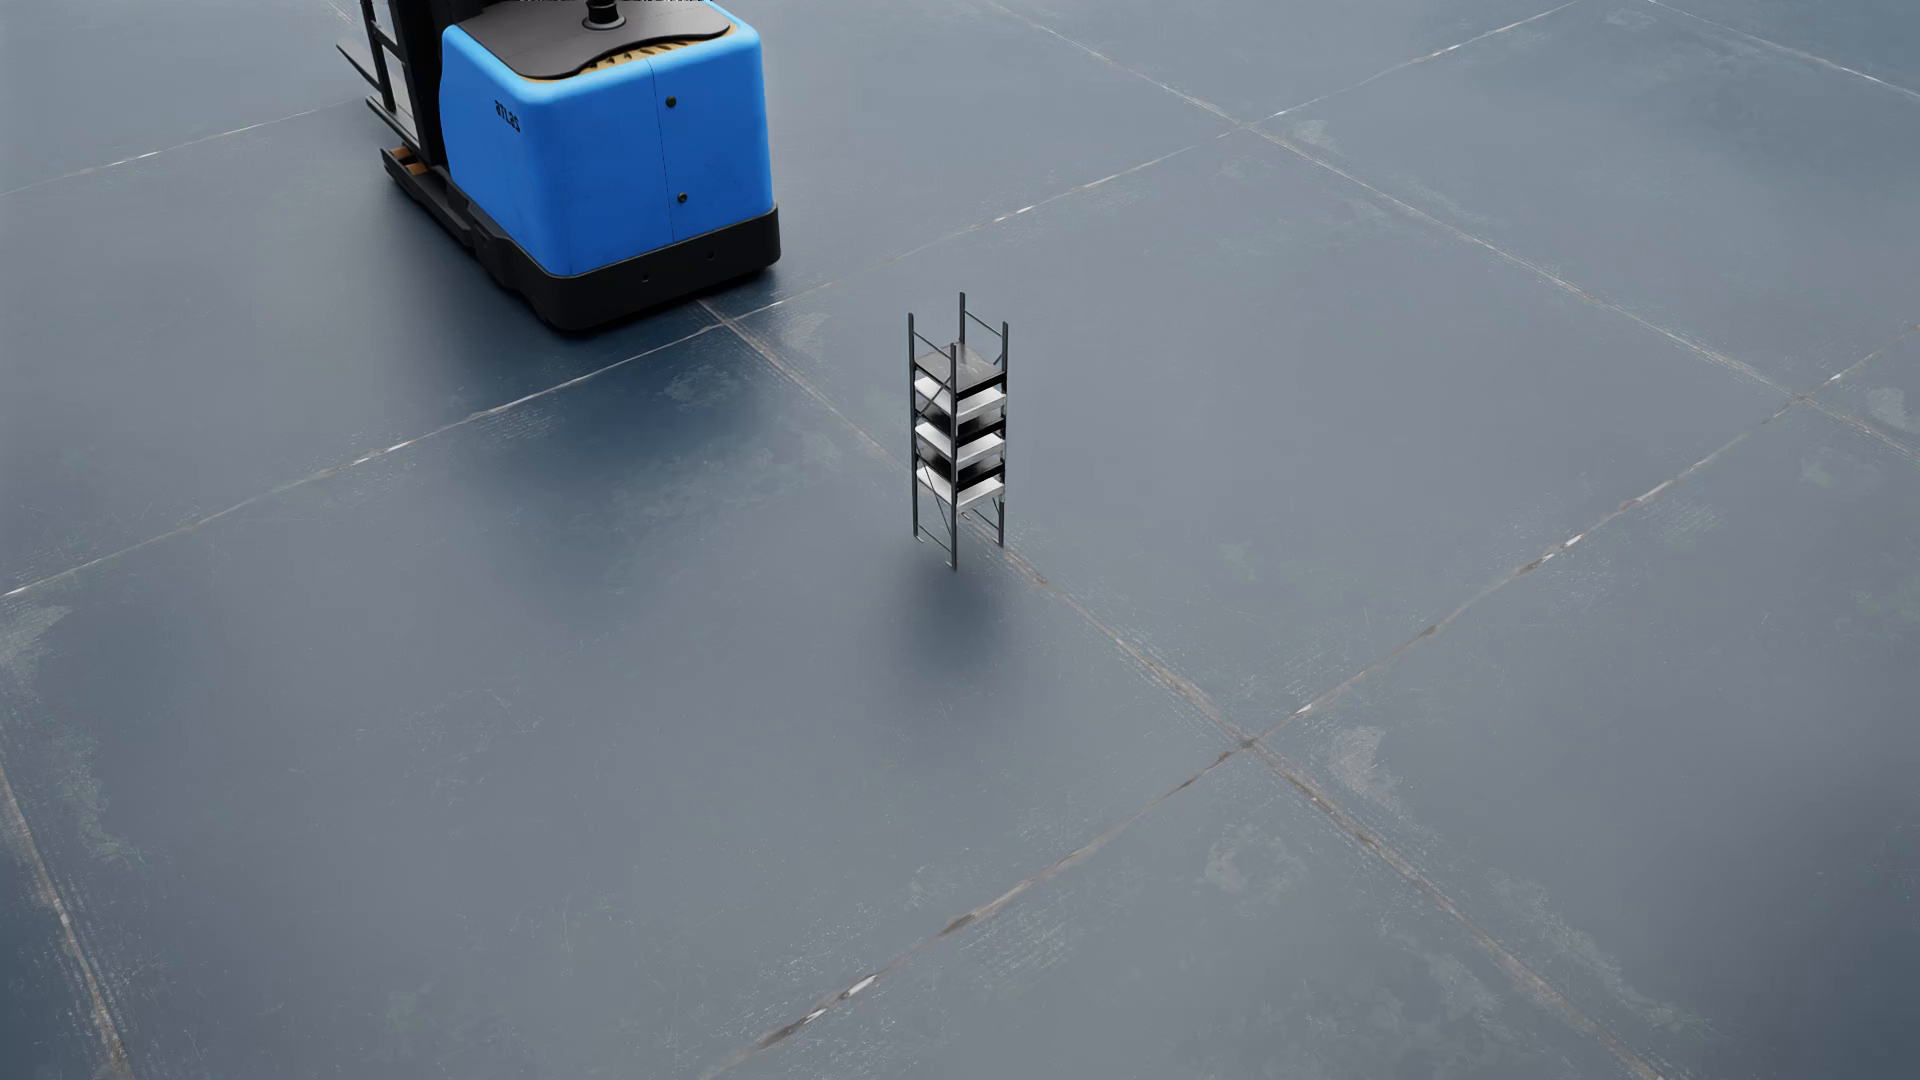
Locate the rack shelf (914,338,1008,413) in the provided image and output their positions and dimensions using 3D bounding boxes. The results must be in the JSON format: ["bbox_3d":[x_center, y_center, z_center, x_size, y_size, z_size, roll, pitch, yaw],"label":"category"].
[{"bbox_3d":[-0.006,-0.528,5.311,0.200,0.077,0.258,-26,46,-28],"label":"rack shelf"}]

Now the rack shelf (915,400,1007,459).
[{"bbox_3d":[-0.006,-0.389,5.425,0.200,0.077,0.258,-26,46,-28],"label":"rack shelf"}]

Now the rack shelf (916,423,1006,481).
[{"bbox_3d":[-0.006,-0.319,5.482,0.200,0.077,0.258,-26,46,-28],"label":"rack shelf"}]

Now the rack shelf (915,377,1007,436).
[{"bbox_3d":[-0.006,-0.458,5.368,0.200,0.077,0.258,-26,46,-28],"label":"rack shelf"}]

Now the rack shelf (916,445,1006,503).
[{"bbox_3d":[-0.006,-0.249,5.539,0.200,0.077,0.258,-26,46,-28],"label":"rack shelf"}]

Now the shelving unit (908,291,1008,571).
[{"bbox_3d":[-0.006,-0.345,5.461,0.210,0.900,0.258,-26,46,-28],"label":"shelving unit"}]

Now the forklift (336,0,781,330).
[{"bbox_3d":[-2.036,-2.864,6.931,1.130,2.935,3.031,-25,45,-27],"label":"forklift"}]

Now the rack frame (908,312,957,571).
[{"bbox_3d":[-0.087,-0.305,5.413,0.006,0.900,0.240,-26,46,-28],"label":"rack frame"}]

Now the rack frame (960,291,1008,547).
[{"bbox_3d":[0.074,-0.384,5.509,0.006,0.900,0.240,-26,46,-28],"label":"rack frame"}]

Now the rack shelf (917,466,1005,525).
[{"bbox_3d":[-0.006,-0.180,5.596,0.200,0.077,0.258,-26,46,-28],"label":"rack shelf"}]
